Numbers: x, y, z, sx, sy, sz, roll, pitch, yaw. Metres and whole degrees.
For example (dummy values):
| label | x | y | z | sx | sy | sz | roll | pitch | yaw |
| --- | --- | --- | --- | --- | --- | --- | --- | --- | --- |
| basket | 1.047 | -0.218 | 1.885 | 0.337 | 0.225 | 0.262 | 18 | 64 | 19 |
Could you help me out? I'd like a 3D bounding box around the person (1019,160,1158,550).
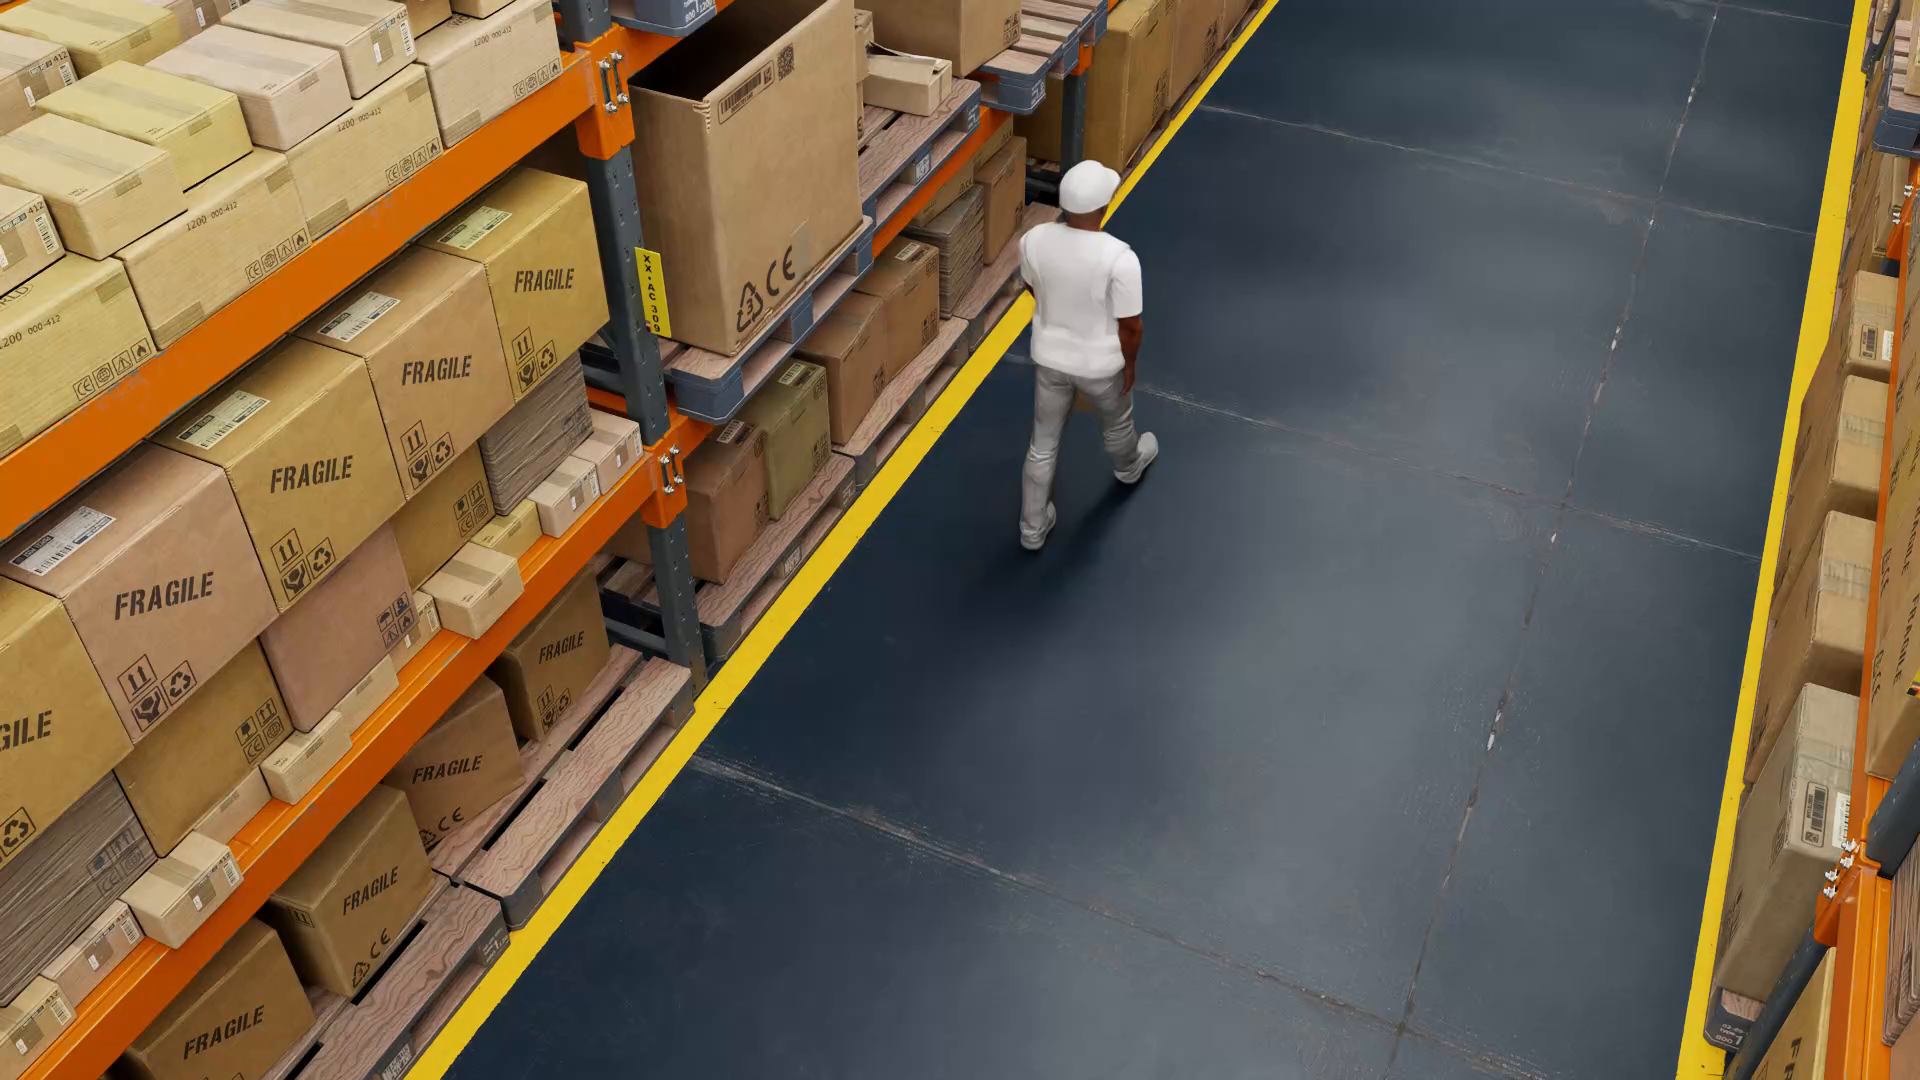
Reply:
| label | x | y | z | sx | sy | sz | roll | pitch | yaw |
| --- | --- | --- | --- | --- | --- | --- | --- | --- | --- |
| person | 0.535 | -0.851 | 7.091 | 0.582 | 1.727 | 0.921 | 19 | 45 | 20 |
